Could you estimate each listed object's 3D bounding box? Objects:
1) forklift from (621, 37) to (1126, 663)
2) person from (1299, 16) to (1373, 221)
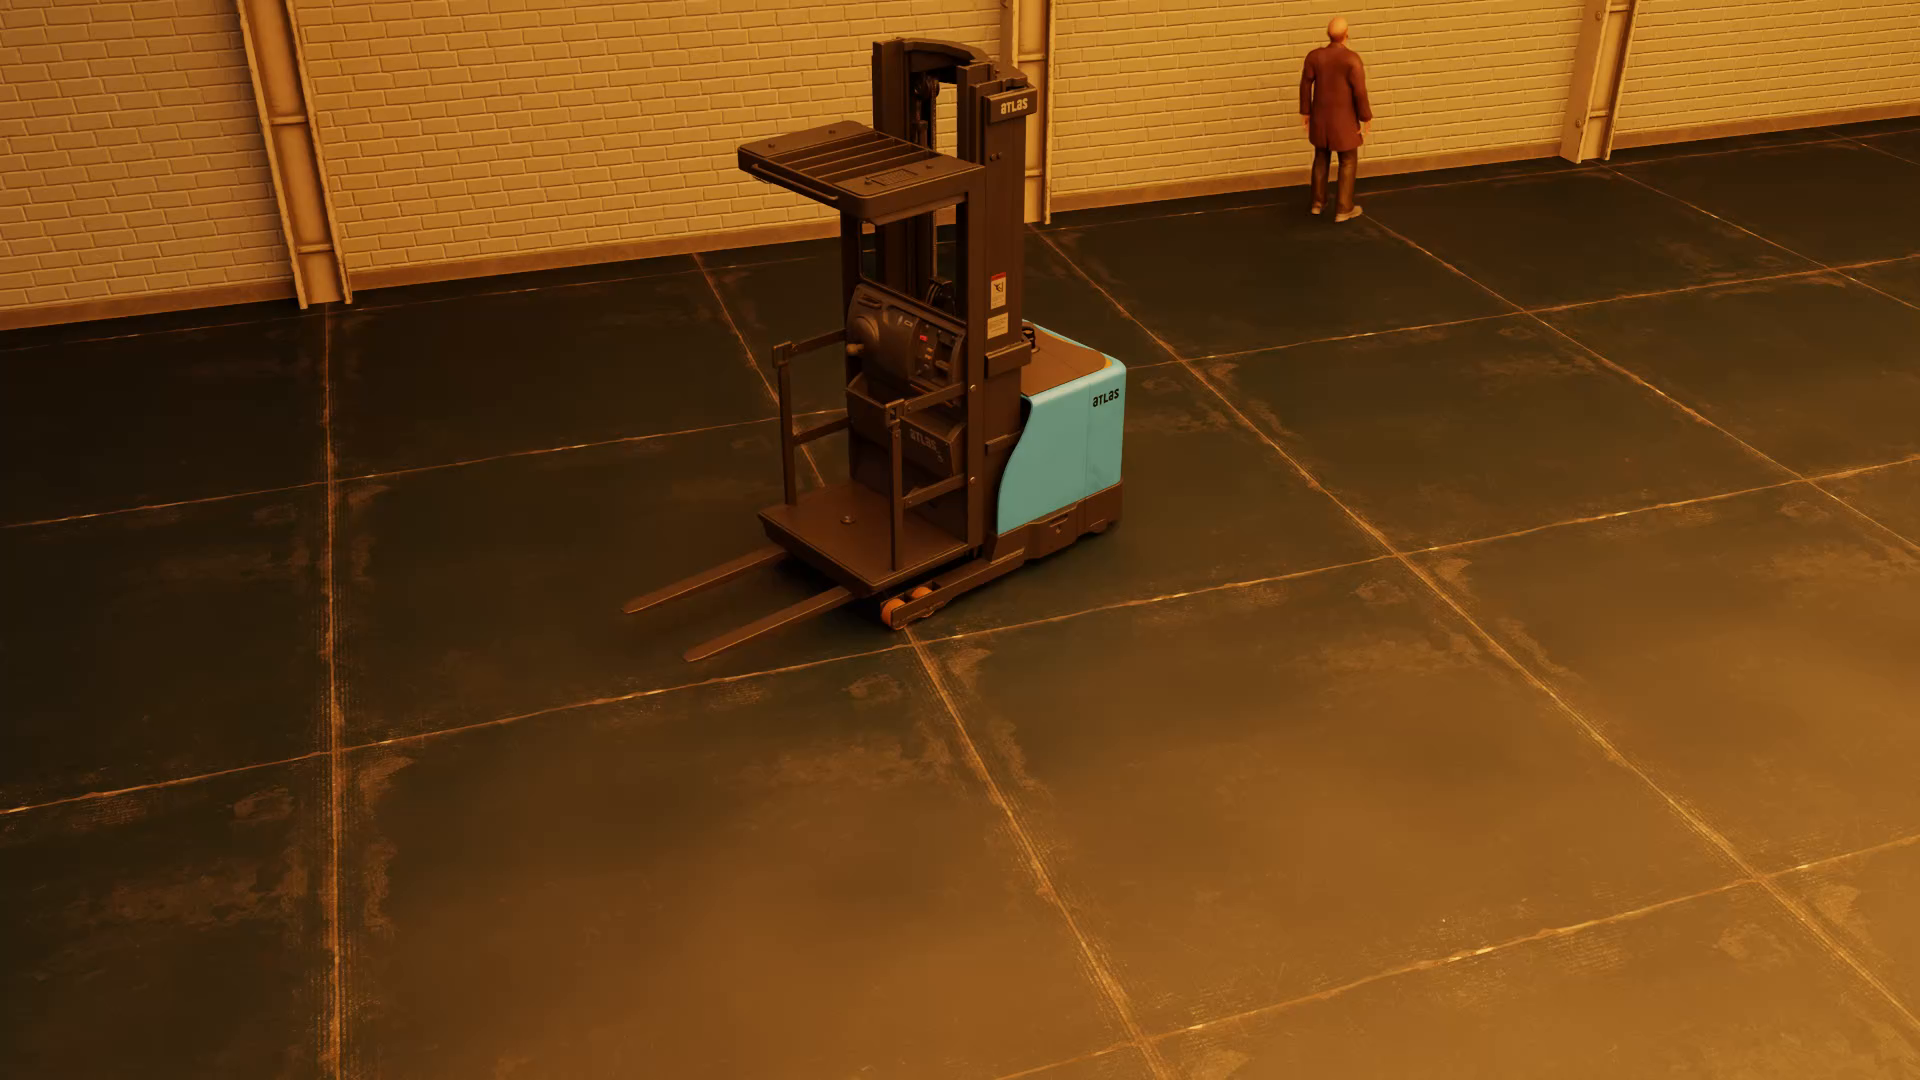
[{"bbox_3d":[-0.461,-1.072,8.951,3.031,2.935,1.130,-23,37,-34],"label":"forklift"},{"bbox_3d":[3.352,-3.738,14.754,0.683,1.793,0.494,22,36,33],"label":"person"}]
